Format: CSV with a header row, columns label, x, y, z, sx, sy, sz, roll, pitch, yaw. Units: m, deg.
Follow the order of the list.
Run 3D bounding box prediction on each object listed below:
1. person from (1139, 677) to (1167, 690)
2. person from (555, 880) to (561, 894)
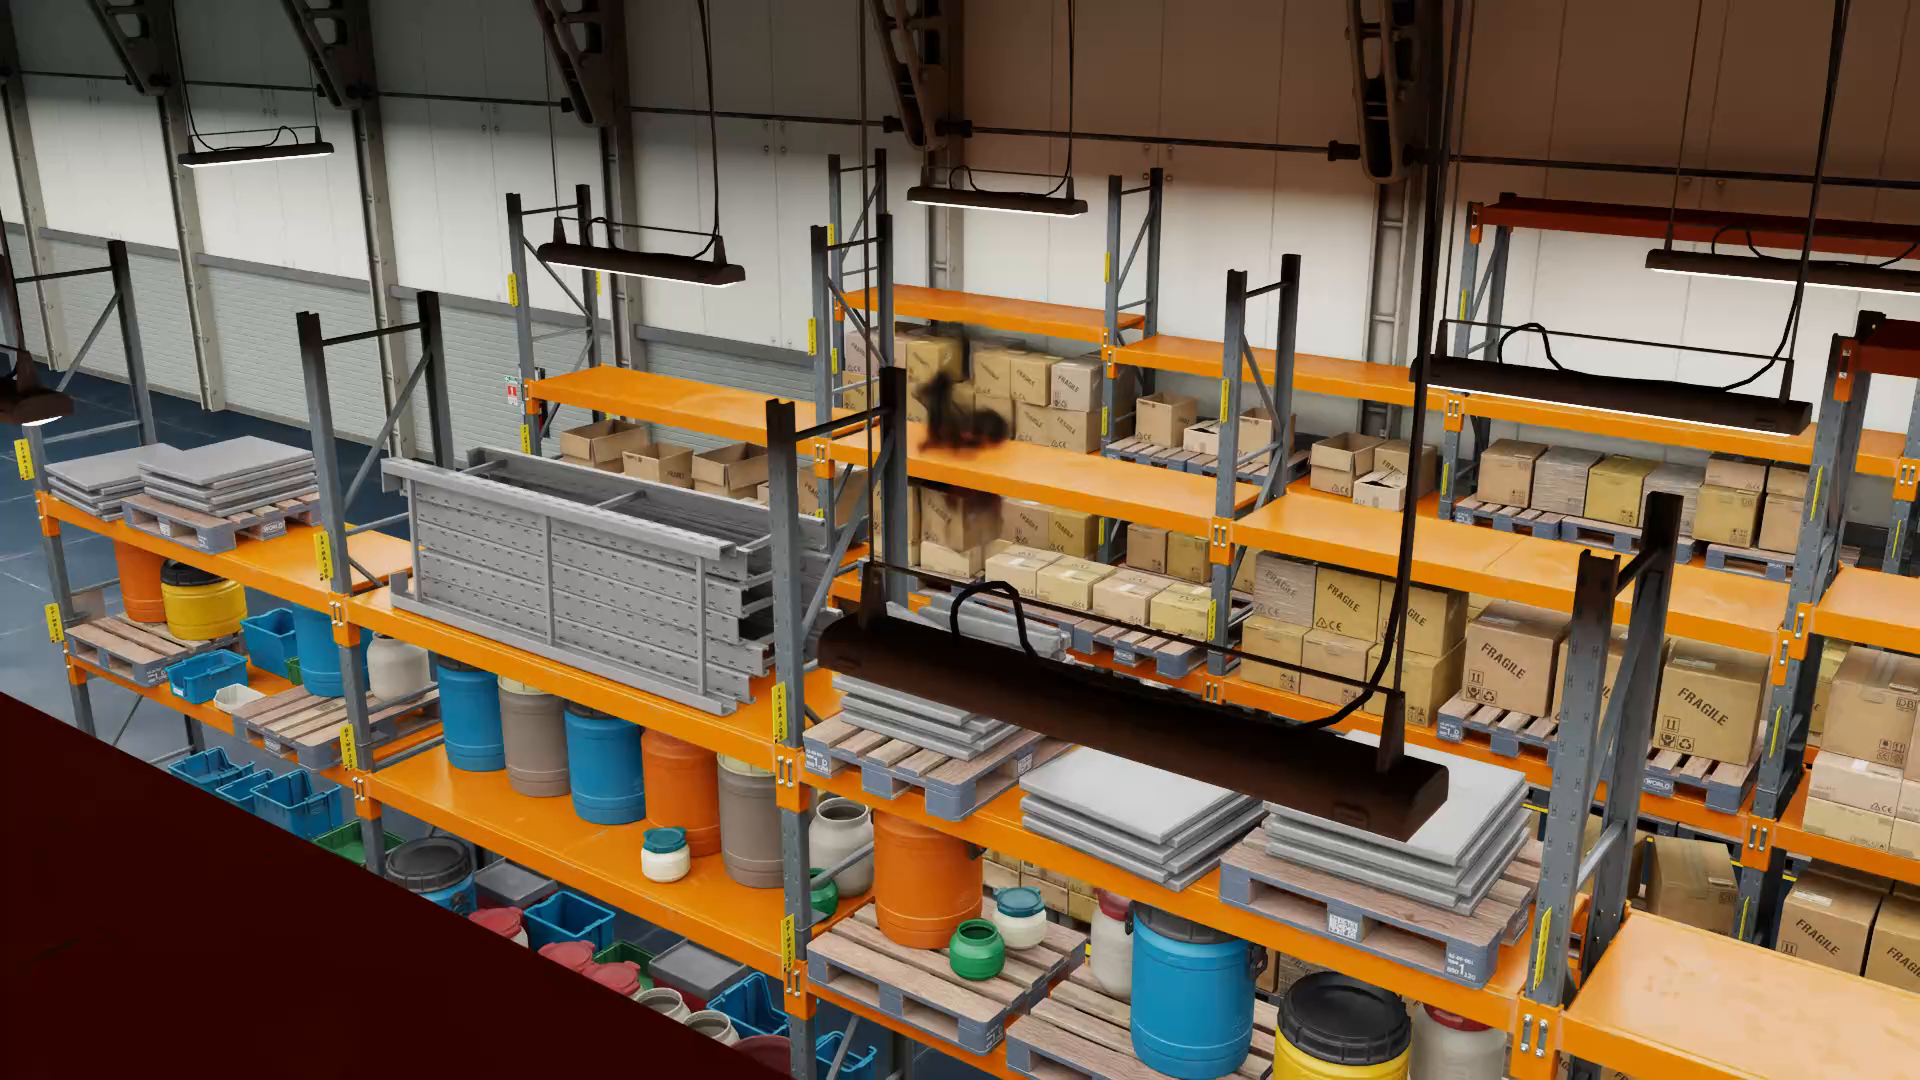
label,x,y,z,sx,sy,sz,roll,pitch,yaw
person,1.862,1.870,16.920,0.490,1.651,0.592,10,21,28
person,-3.471,2.788,14.076,0.834,1.756,0.649,14,23,36
